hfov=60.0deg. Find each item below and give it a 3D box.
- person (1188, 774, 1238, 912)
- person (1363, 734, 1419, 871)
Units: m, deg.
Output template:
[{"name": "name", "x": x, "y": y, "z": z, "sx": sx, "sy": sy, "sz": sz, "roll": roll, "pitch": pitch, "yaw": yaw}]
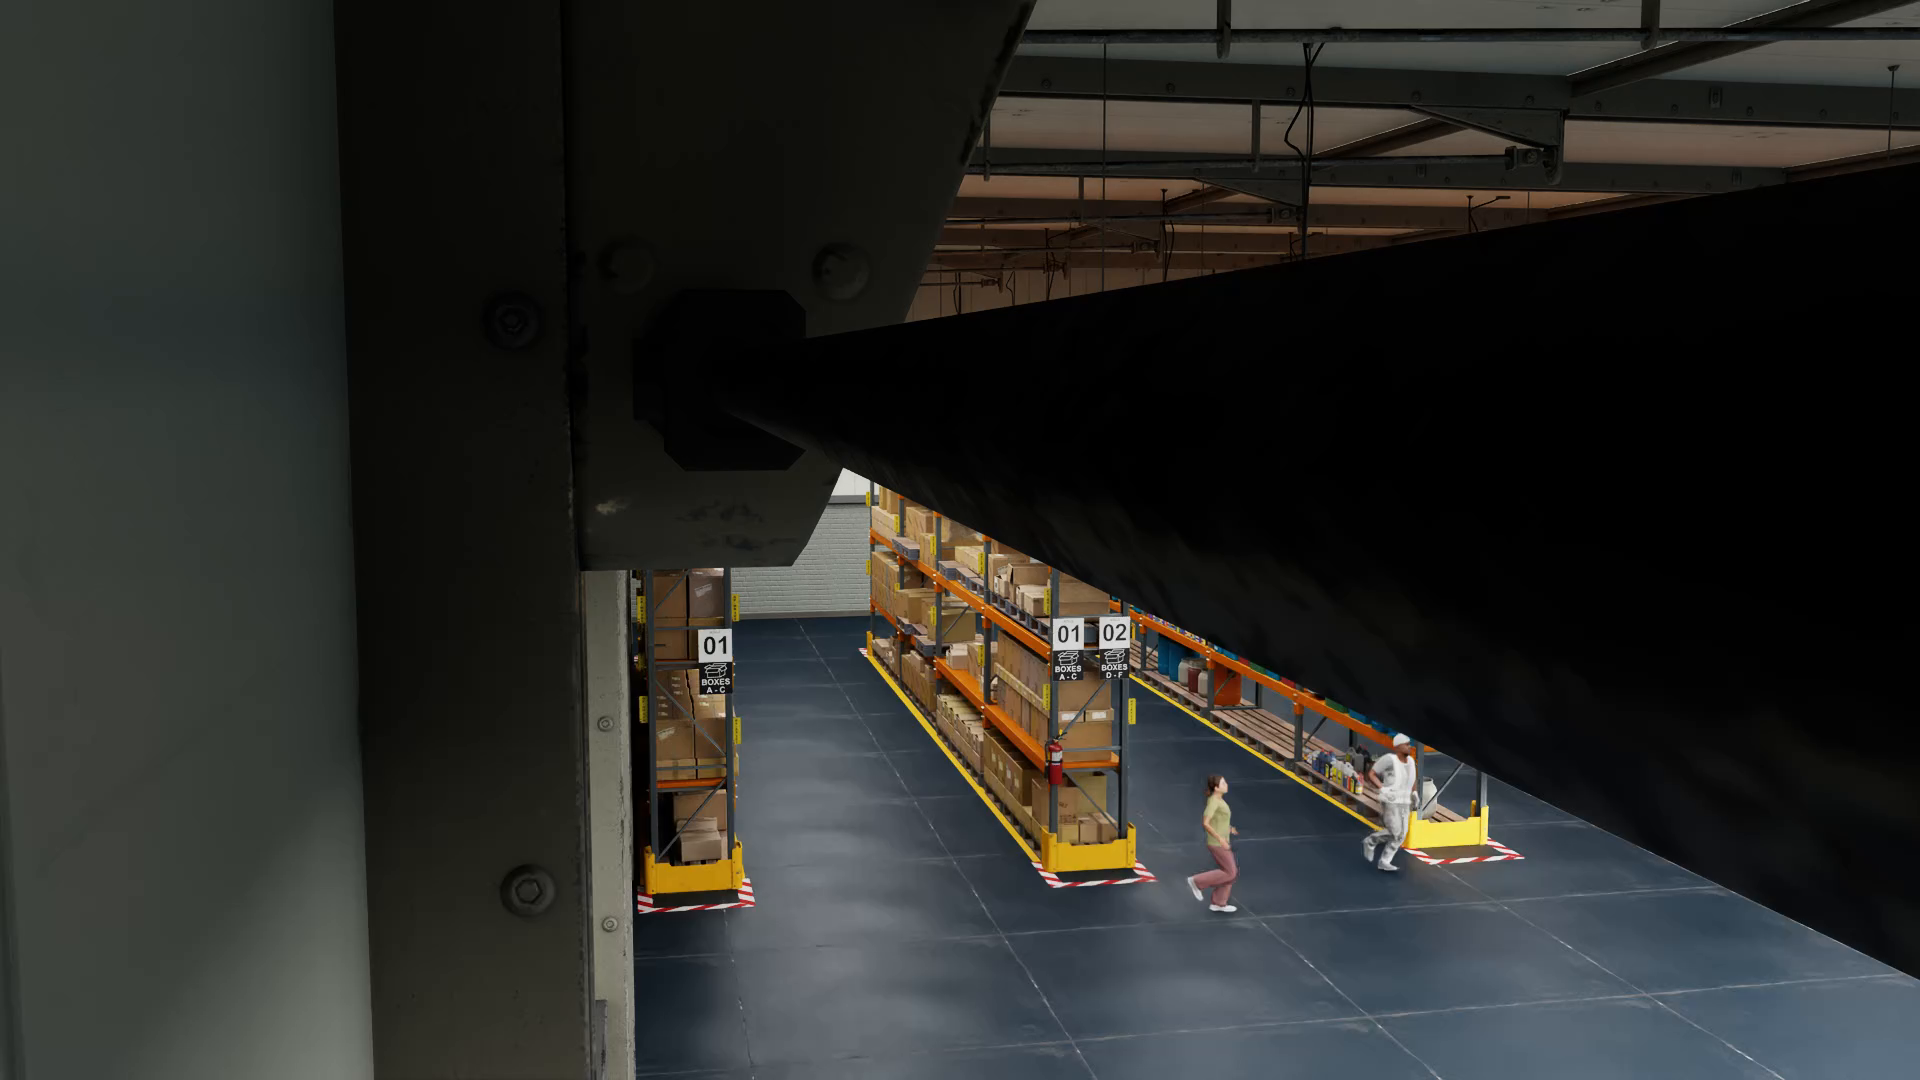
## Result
[{"name": "person", "x": 2.941, "y": 3.513, "z": 19.322, "sx": 0.562, "sy": 1.625, "sz": 0.592, "roll": 1, "pitch": 6, "yaw": 12}, {"name": "person", "x": 5.499, "y": 3.300, "z": 20.986, "sx": 0.742, "sy": 1.728, "sz": 0.548, "roll": -4, "pitch": 7, "yaw": -31}]
